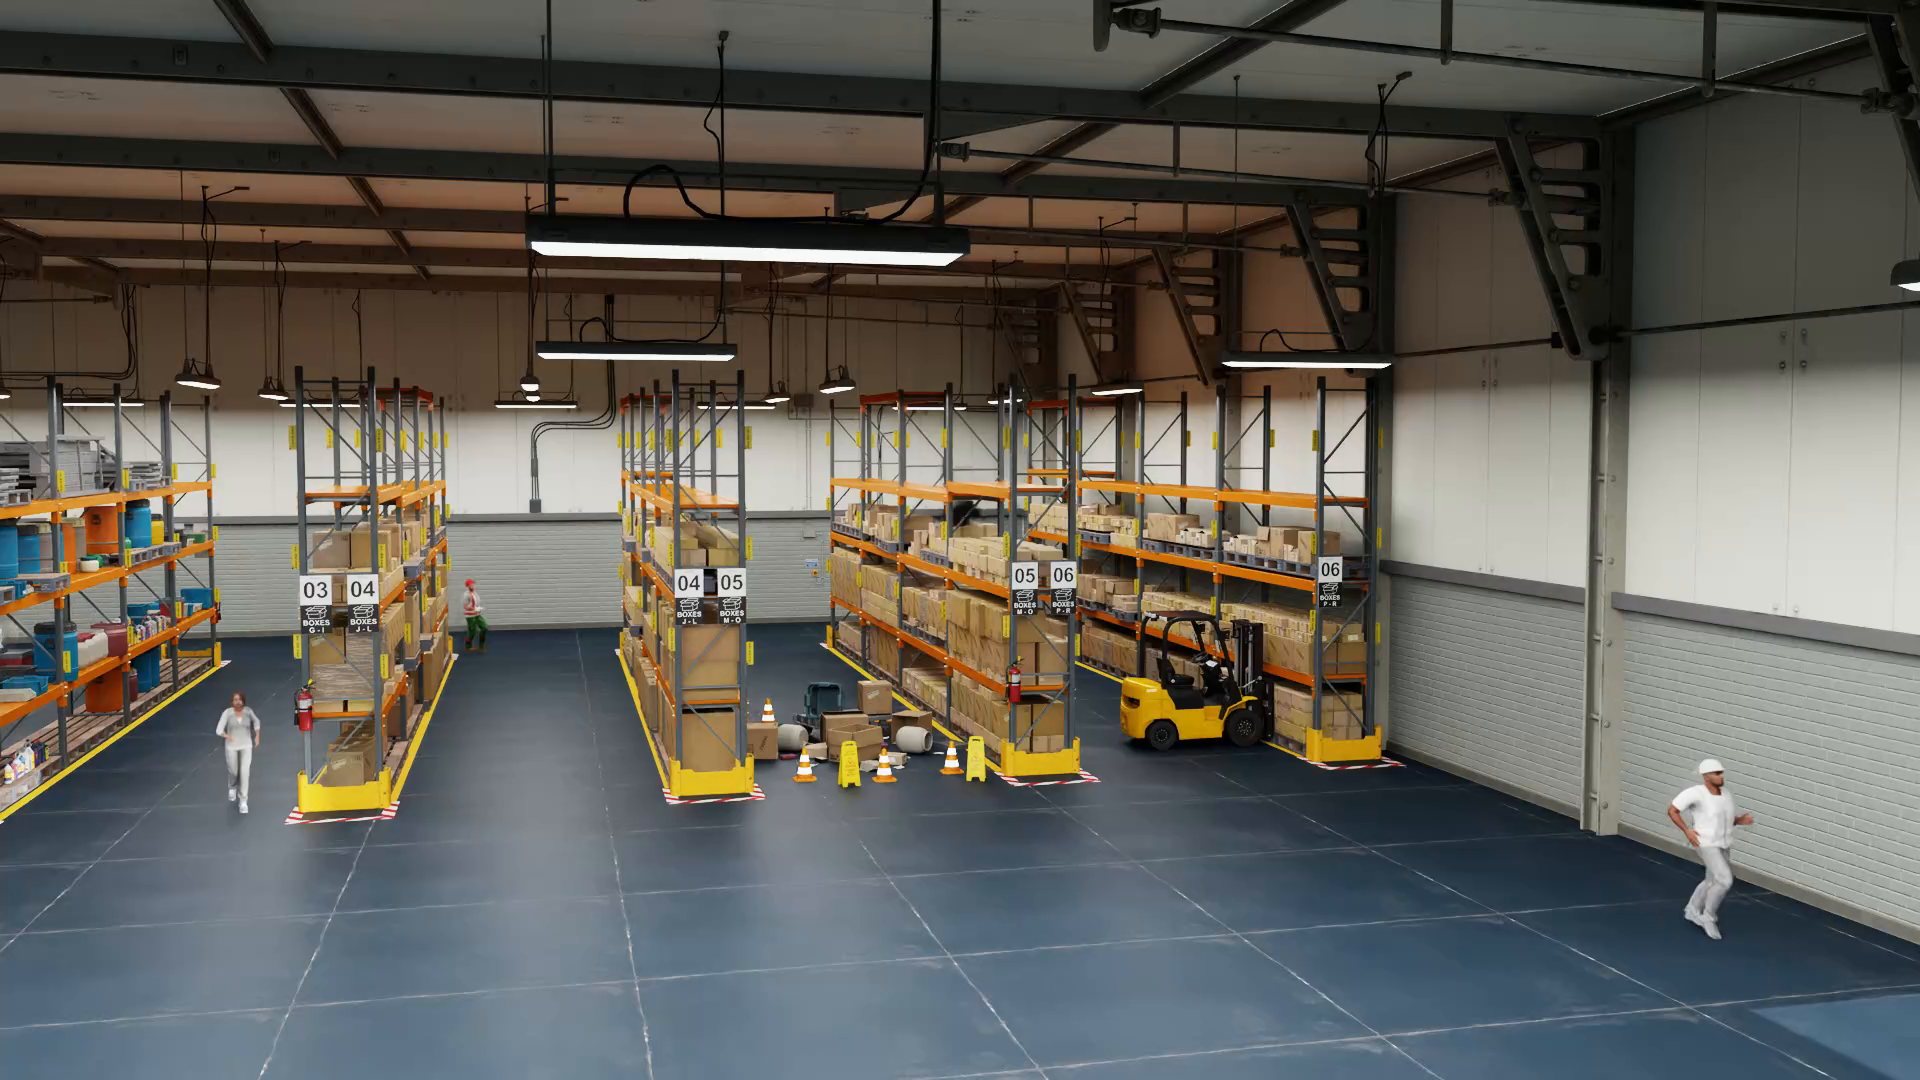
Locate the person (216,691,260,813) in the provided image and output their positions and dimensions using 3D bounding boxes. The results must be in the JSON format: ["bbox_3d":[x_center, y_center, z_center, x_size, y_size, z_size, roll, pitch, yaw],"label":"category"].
[{"bbox_3d":[-9.825,2.854,22.664,0.565,1.613,0.771,-2,4,-28],"label":"person"}]

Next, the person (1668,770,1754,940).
[{"bbox_3d":[7.632,3.142,16.826,0.674,1.770,0.696,-2,4,-31],"label":"person"}]

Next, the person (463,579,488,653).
[{"bbox_3d":[-11.450,1.805,39.005,0.620,1.802,0.667,1,4,23],"label":"person"}]
